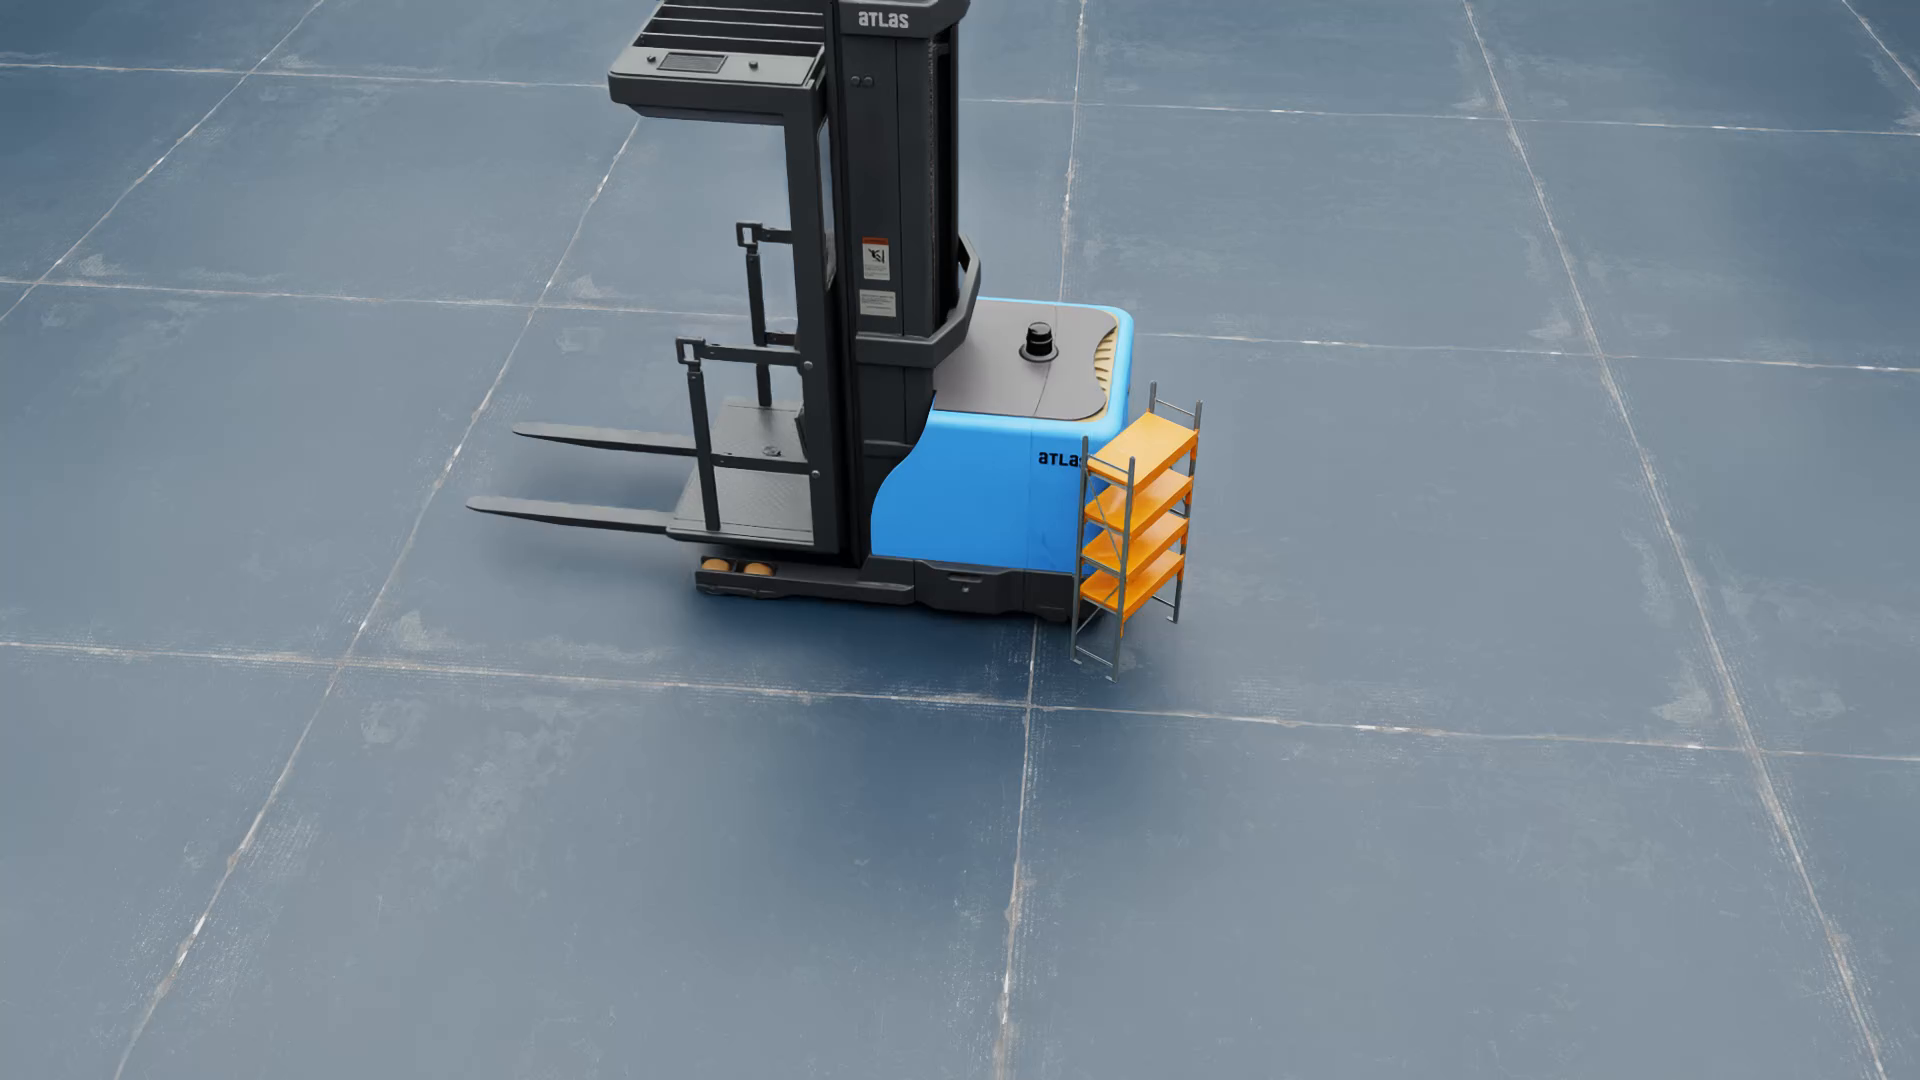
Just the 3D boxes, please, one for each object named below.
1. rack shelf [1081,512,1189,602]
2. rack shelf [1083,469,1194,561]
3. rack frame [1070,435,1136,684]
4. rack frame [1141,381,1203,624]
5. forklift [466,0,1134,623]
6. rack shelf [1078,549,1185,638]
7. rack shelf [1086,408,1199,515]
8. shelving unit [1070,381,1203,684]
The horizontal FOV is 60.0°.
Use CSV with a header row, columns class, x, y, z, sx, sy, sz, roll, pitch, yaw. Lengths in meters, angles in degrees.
class,x,y,z,sx,sy,sz,roll,pitch,yaw
rack shelf,0.730,0.034,7.035,0.258,0.148,0.480,26,46,29
rack shelf,0.730,-0.140,6.894,0.258,0.148,0.480,26,46,29
rack frame,0.580,0.103,6.844,0.240,1.200,0.015,26,46,29
rack frame,0.881,-0.139,7.141,0.240,1.200,0.015,26,46,29
forklift,-0.765,-1.192,7.063,3.031,2.935,1.130,5,39,6
rack shelf,0.730,0.188,7.160,0.258,0.148,0.480,26,46,29
rack shelf,0.730,-0.323,6.744,0.258,0.148,0.480,26,46,29
shelving unit,0.730,-0.018,6.992,0.258,1.200,0.503,26,46,29
